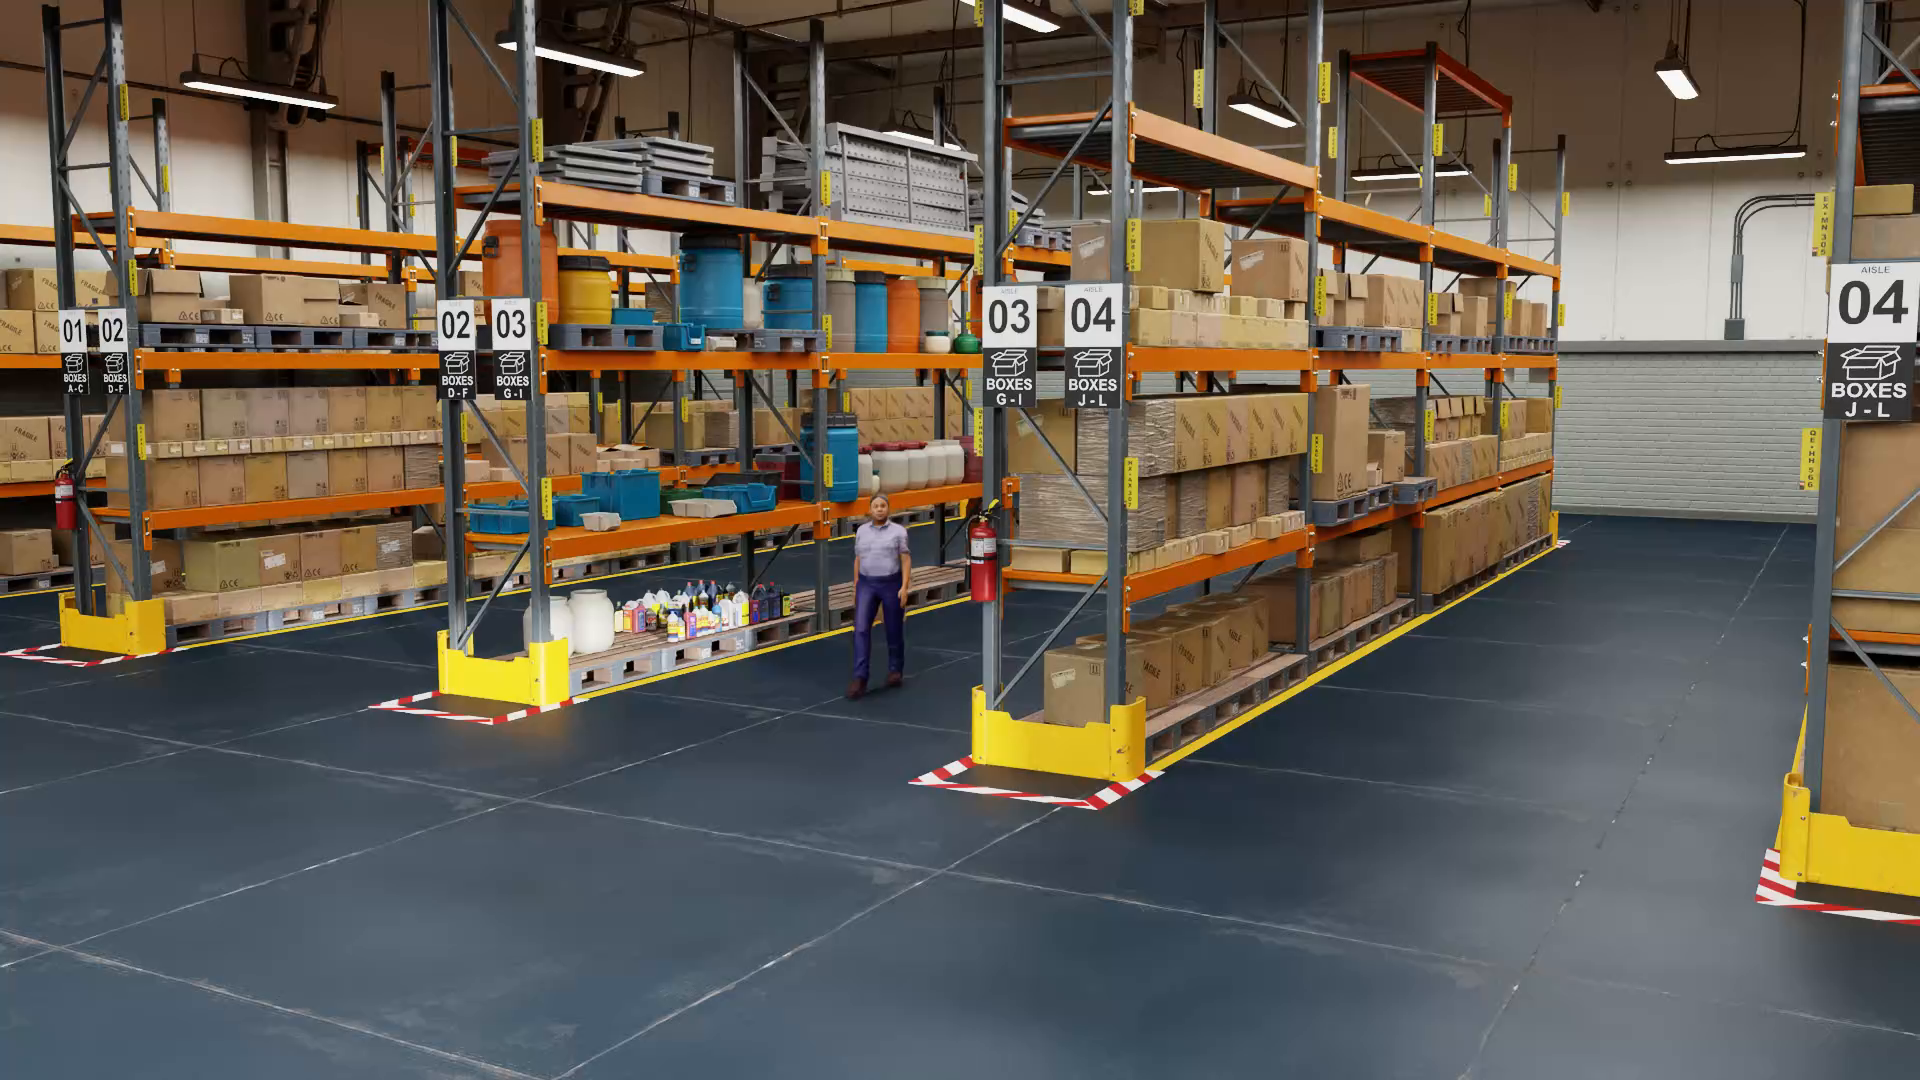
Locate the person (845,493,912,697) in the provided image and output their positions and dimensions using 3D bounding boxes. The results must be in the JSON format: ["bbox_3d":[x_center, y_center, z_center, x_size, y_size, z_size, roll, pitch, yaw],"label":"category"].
[{"bbox_3d":[-0.660,0.426,13.654,0.511,1.598,0.896,1,6,6],"label":"person"}]
